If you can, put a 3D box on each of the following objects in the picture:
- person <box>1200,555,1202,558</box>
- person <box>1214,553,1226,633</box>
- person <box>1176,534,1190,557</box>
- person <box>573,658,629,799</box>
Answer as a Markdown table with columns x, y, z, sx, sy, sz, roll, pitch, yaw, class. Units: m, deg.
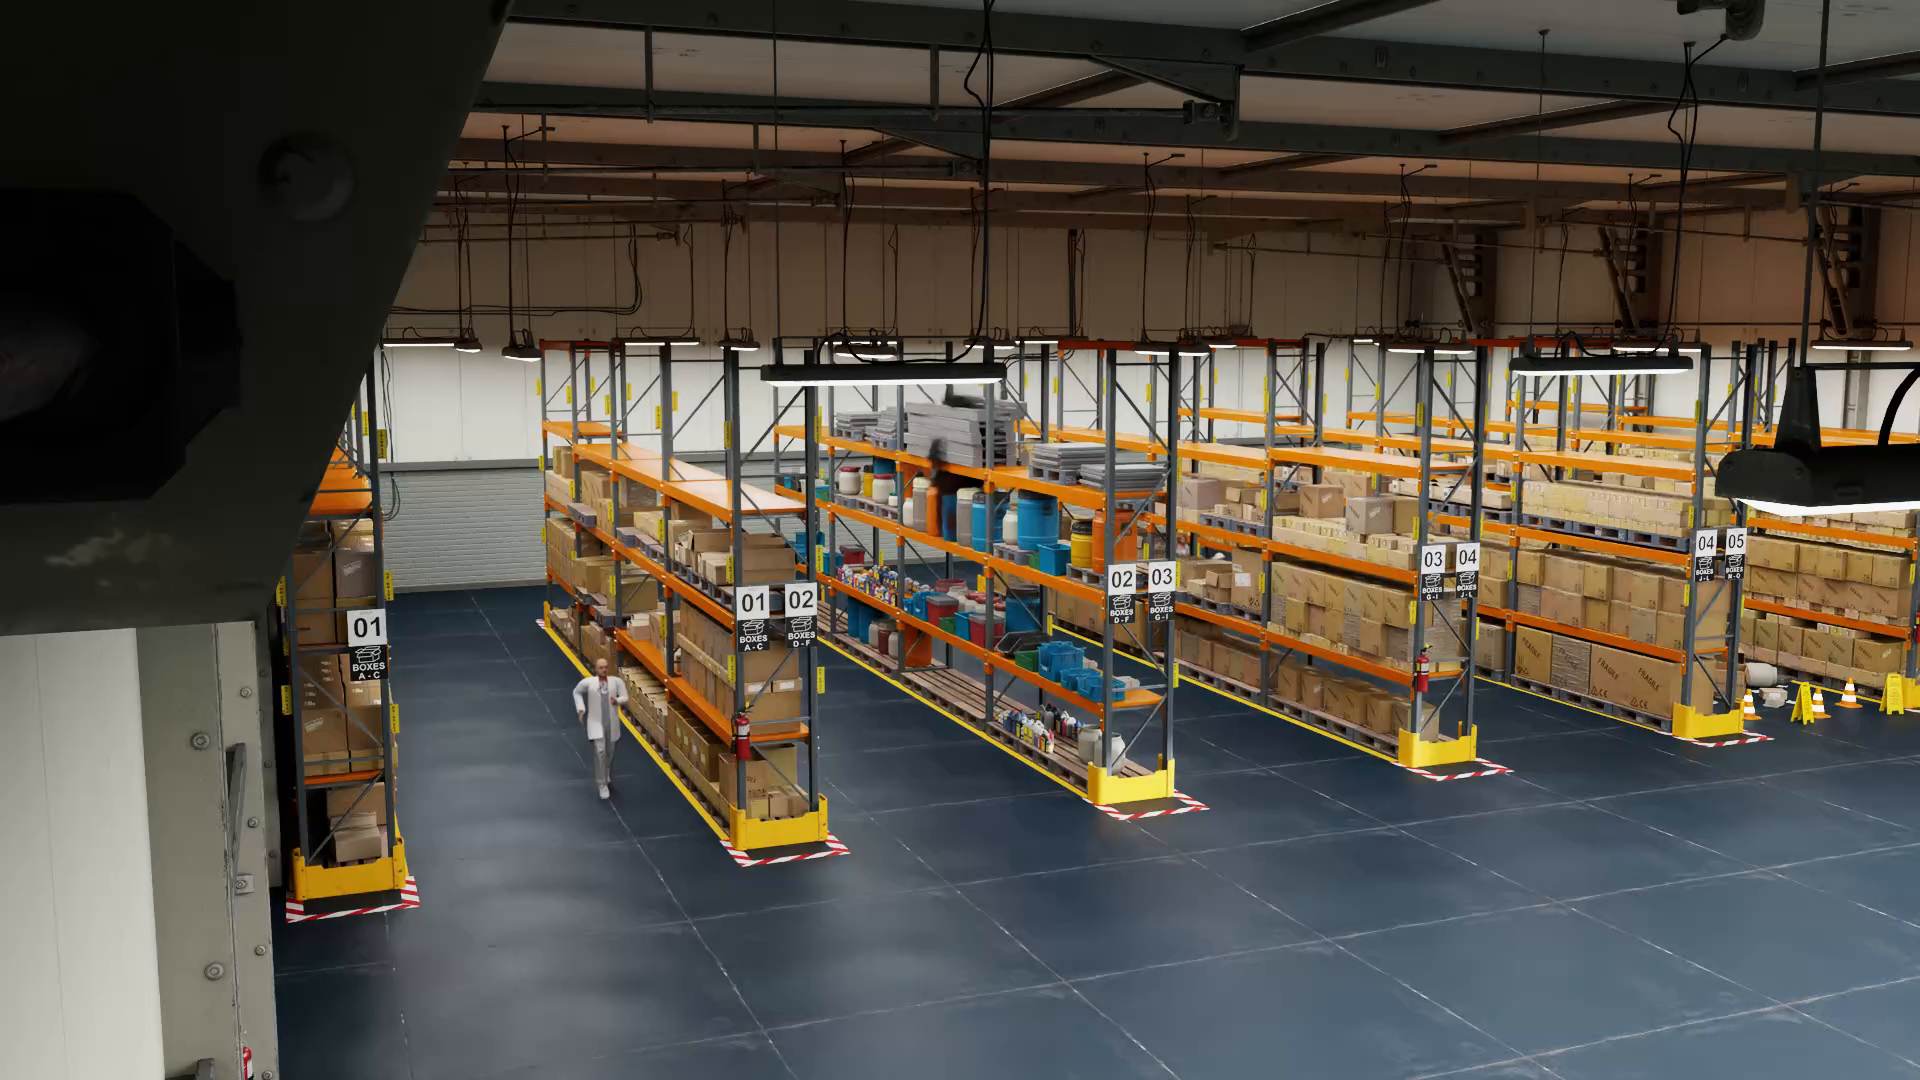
| x | y | z | sx | sy | sz | roll | pitch | yaw | class |
| --- | --- | --- | --- | --- | --- | --- | --- | --- | --- |
| 5.889 | 0.097 | 41.809 | 0.683 | 1.692 | 0.703 | 1 | 8 | 9 | person |
| 5.266 | 1.129 | 33.374 | 0.680 | 1.749 | 0.626 | -4 | 8 | -28 | person |
| 5.003 | 0.697 | 37.443 | 0.509 | 1.626 | 0.721 | -2 | 8 | -15 | person |
| -4.844 | 2.513 | 22.571 | 0.677 | 1.834 | 0.908 | -4 | 8 | -27 | person |
